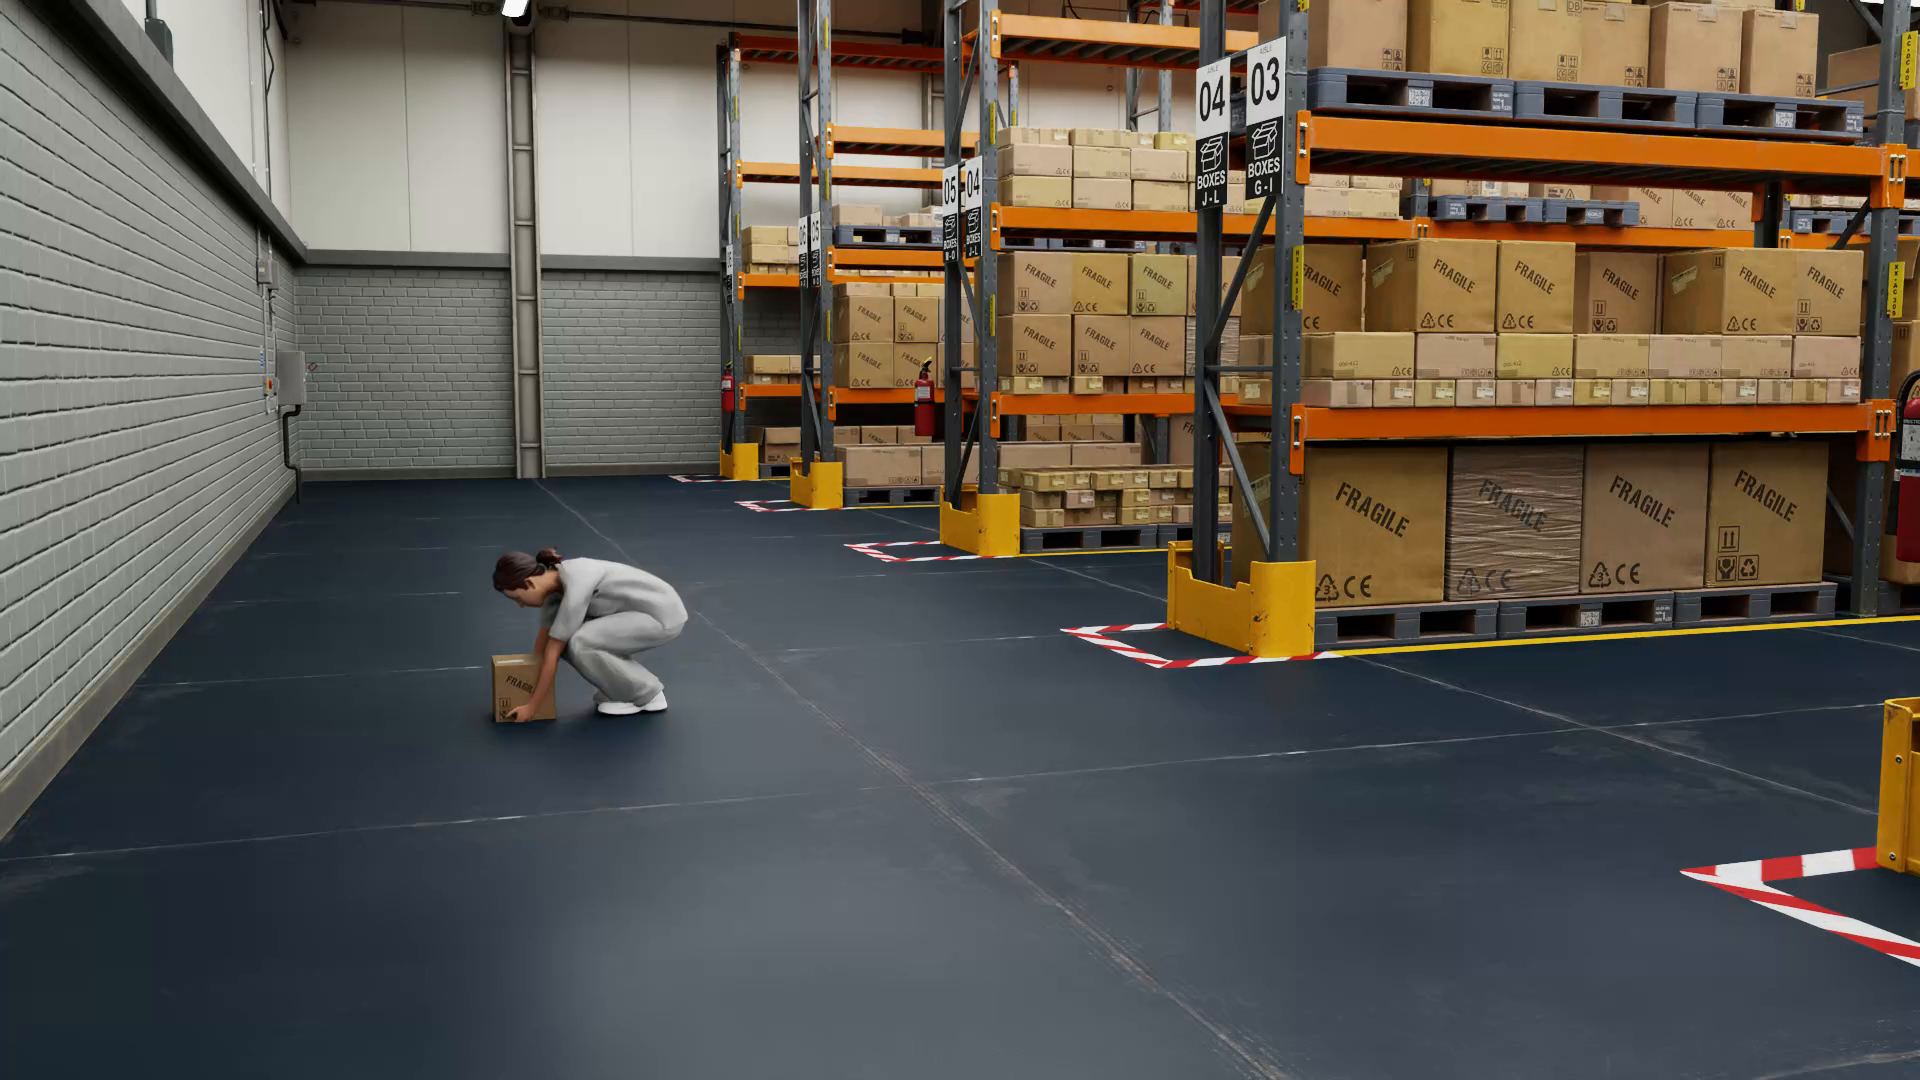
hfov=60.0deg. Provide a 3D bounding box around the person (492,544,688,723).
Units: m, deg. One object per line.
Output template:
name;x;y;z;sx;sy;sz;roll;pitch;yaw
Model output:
person;-1.621;0.425;7.326;0.837;0.803;0.472;-2;6;-20
